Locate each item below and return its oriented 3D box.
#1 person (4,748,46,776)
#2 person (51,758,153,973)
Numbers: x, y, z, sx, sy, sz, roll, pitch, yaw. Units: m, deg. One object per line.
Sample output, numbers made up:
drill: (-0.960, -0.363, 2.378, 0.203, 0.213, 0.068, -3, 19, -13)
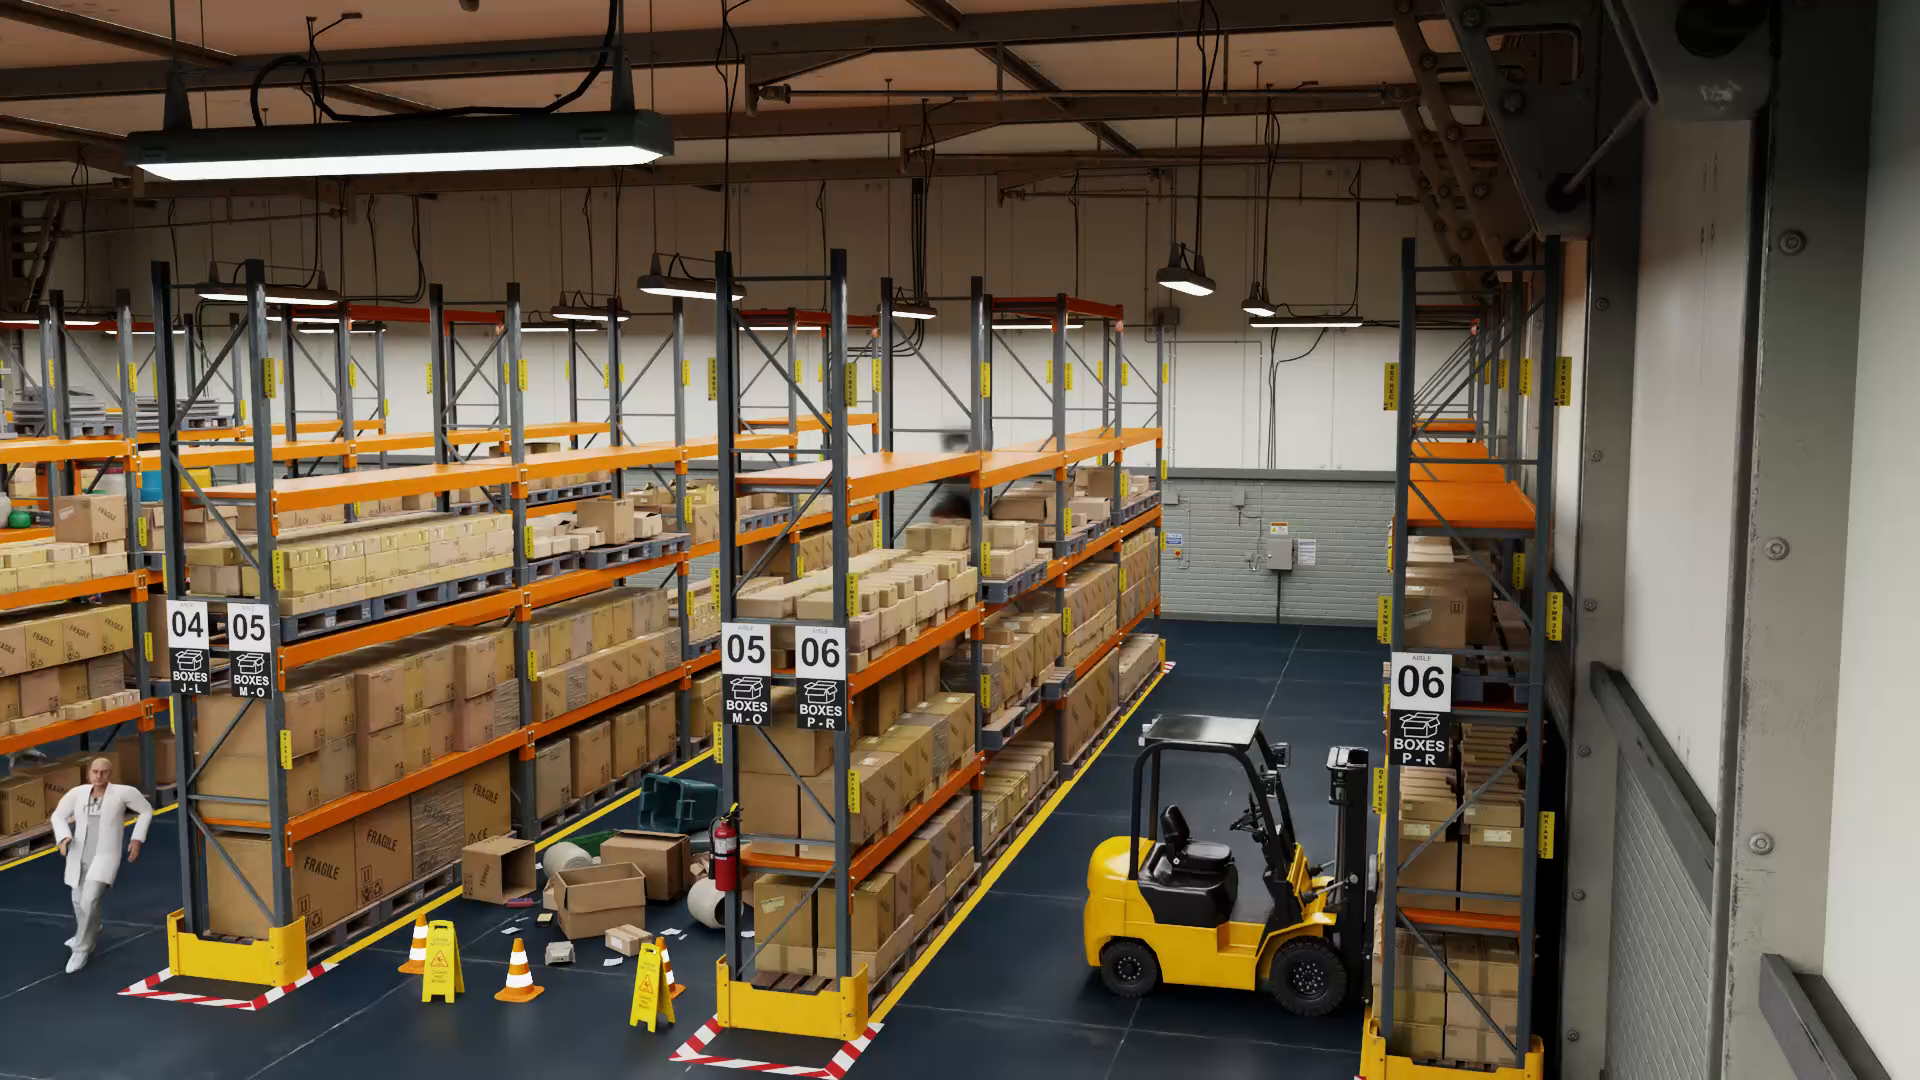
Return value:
person: (-11.294, 2.183, 19.991, 0.682, 1.766, 0.829, 1, 6, 10)
person: (-7.486, 2.880, 14.482, 0.761, 1.604, 0.779, 0, 6, -3)
